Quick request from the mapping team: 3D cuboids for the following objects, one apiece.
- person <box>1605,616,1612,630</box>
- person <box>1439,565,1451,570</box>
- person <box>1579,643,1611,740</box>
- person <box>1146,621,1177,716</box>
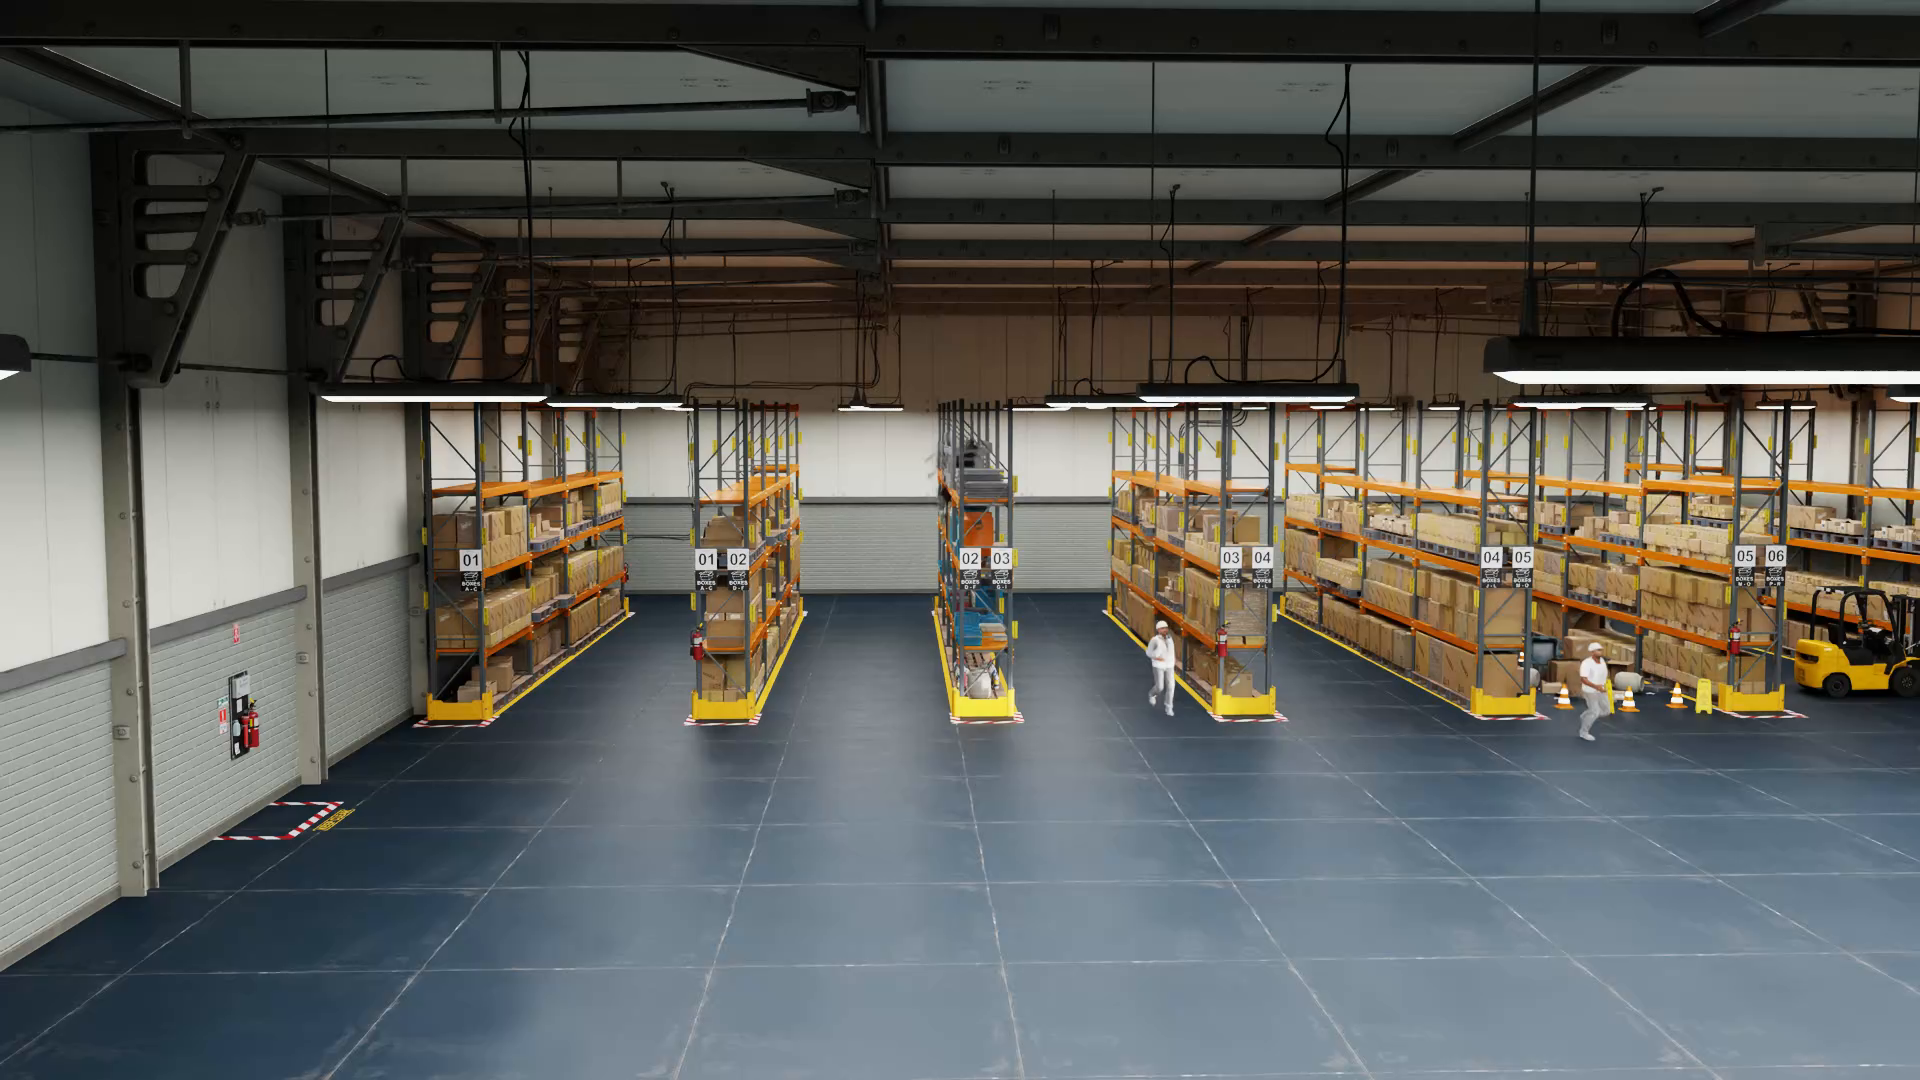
[{"bbox_3d":[16.393,1.725,41.918,0.574,1.644,0.618,0,4,-1],"label":"person"},{"bbox_3d":[14.318,1.170,49.259,0.577,1.650,0.637,1,4,11],"label":"person"},{"bbox_3d":[11.169,2.651,29.204,0.729,1.723,0.647,-3,5,-33],"label":"person"},{"bbox_3d":[3.876,2.439,31.870,0.690,1.794,0.871,-2,5,-22],"label":"person"}]
